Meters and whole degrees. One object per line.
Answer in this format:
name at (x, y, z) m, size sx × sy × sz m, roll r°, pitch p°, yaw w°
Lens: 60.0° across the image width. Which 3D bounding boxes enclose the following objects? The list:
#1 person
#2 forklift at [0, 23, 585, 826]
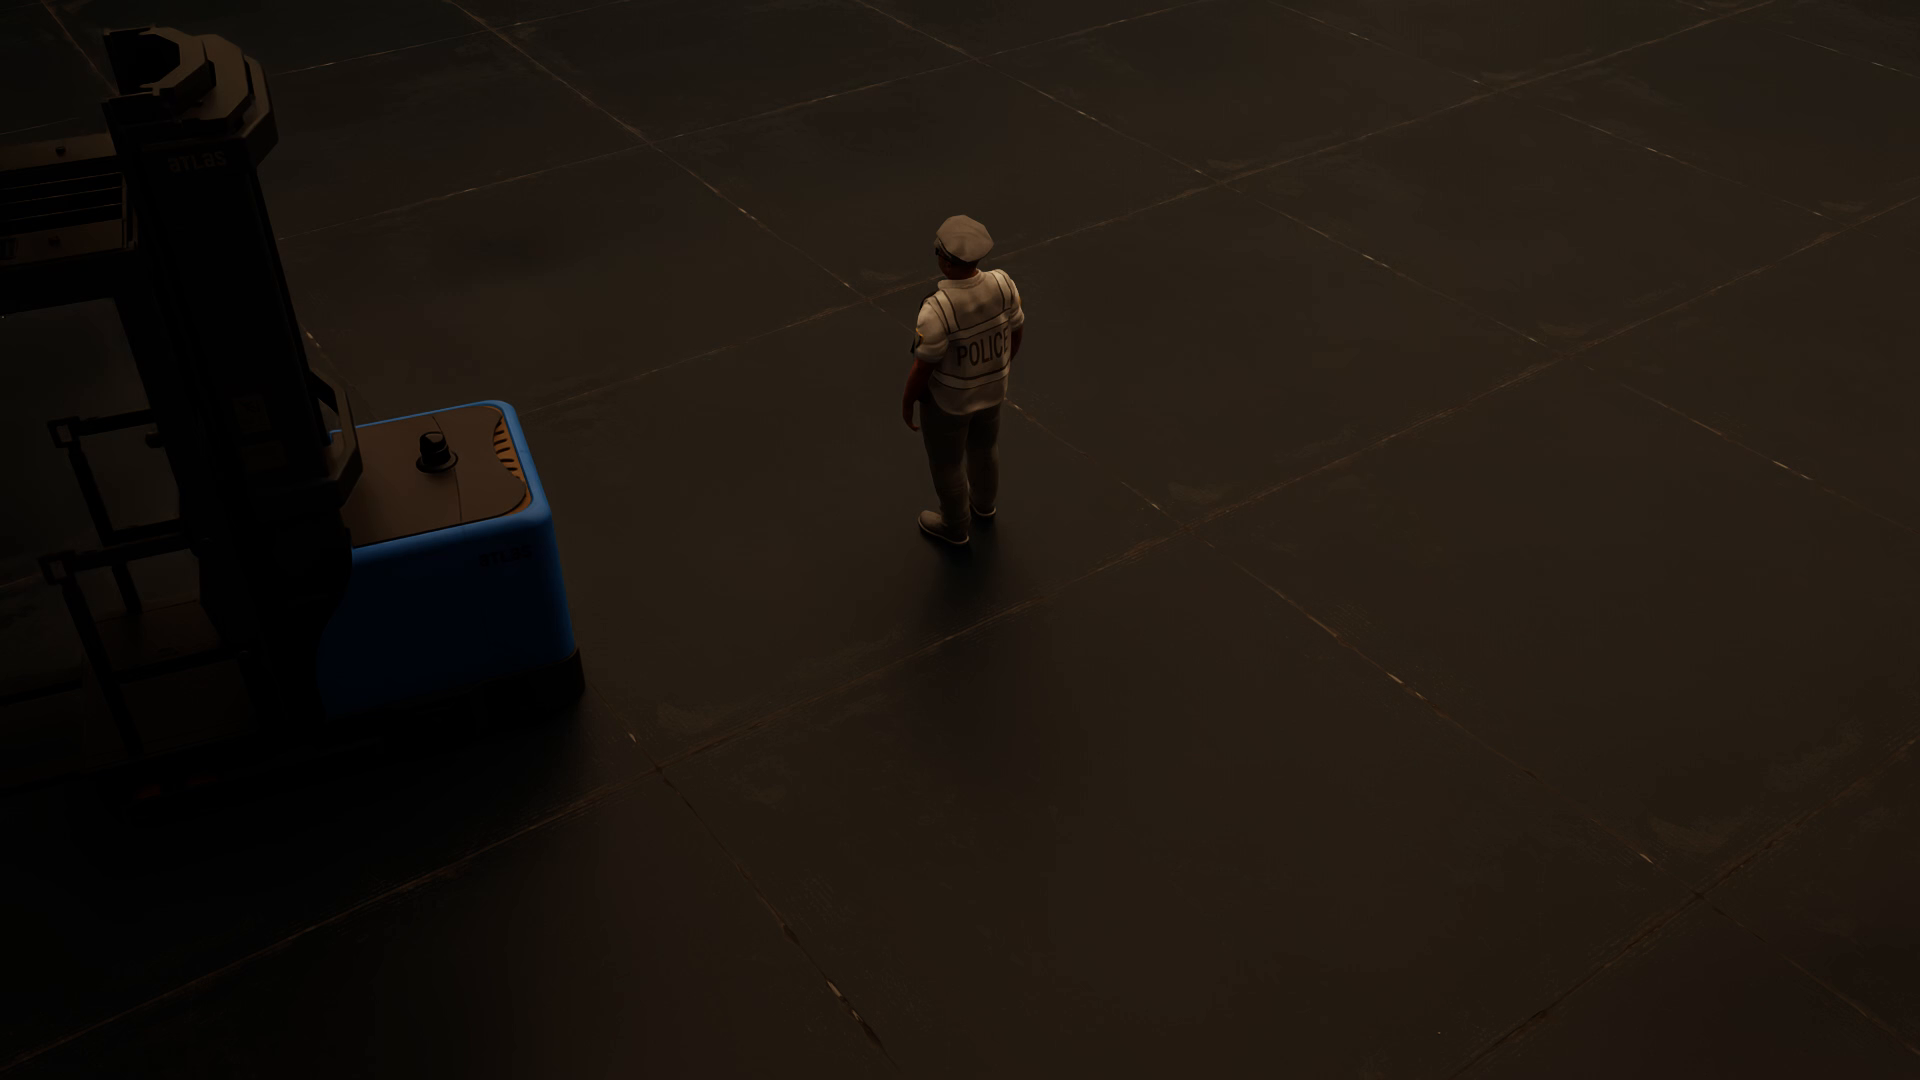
person at (-0.036, -0.764, 7.933) m, size 0.641 × 1.779 × 0.574 m, roll -23°, pitch 42°, yaw -28°
forklift at (-3.234, -0.370, 6.444) m, size 3.031 × 2.935 × 1.130 m, roll -14°, pitch 39°, yaw -18°
